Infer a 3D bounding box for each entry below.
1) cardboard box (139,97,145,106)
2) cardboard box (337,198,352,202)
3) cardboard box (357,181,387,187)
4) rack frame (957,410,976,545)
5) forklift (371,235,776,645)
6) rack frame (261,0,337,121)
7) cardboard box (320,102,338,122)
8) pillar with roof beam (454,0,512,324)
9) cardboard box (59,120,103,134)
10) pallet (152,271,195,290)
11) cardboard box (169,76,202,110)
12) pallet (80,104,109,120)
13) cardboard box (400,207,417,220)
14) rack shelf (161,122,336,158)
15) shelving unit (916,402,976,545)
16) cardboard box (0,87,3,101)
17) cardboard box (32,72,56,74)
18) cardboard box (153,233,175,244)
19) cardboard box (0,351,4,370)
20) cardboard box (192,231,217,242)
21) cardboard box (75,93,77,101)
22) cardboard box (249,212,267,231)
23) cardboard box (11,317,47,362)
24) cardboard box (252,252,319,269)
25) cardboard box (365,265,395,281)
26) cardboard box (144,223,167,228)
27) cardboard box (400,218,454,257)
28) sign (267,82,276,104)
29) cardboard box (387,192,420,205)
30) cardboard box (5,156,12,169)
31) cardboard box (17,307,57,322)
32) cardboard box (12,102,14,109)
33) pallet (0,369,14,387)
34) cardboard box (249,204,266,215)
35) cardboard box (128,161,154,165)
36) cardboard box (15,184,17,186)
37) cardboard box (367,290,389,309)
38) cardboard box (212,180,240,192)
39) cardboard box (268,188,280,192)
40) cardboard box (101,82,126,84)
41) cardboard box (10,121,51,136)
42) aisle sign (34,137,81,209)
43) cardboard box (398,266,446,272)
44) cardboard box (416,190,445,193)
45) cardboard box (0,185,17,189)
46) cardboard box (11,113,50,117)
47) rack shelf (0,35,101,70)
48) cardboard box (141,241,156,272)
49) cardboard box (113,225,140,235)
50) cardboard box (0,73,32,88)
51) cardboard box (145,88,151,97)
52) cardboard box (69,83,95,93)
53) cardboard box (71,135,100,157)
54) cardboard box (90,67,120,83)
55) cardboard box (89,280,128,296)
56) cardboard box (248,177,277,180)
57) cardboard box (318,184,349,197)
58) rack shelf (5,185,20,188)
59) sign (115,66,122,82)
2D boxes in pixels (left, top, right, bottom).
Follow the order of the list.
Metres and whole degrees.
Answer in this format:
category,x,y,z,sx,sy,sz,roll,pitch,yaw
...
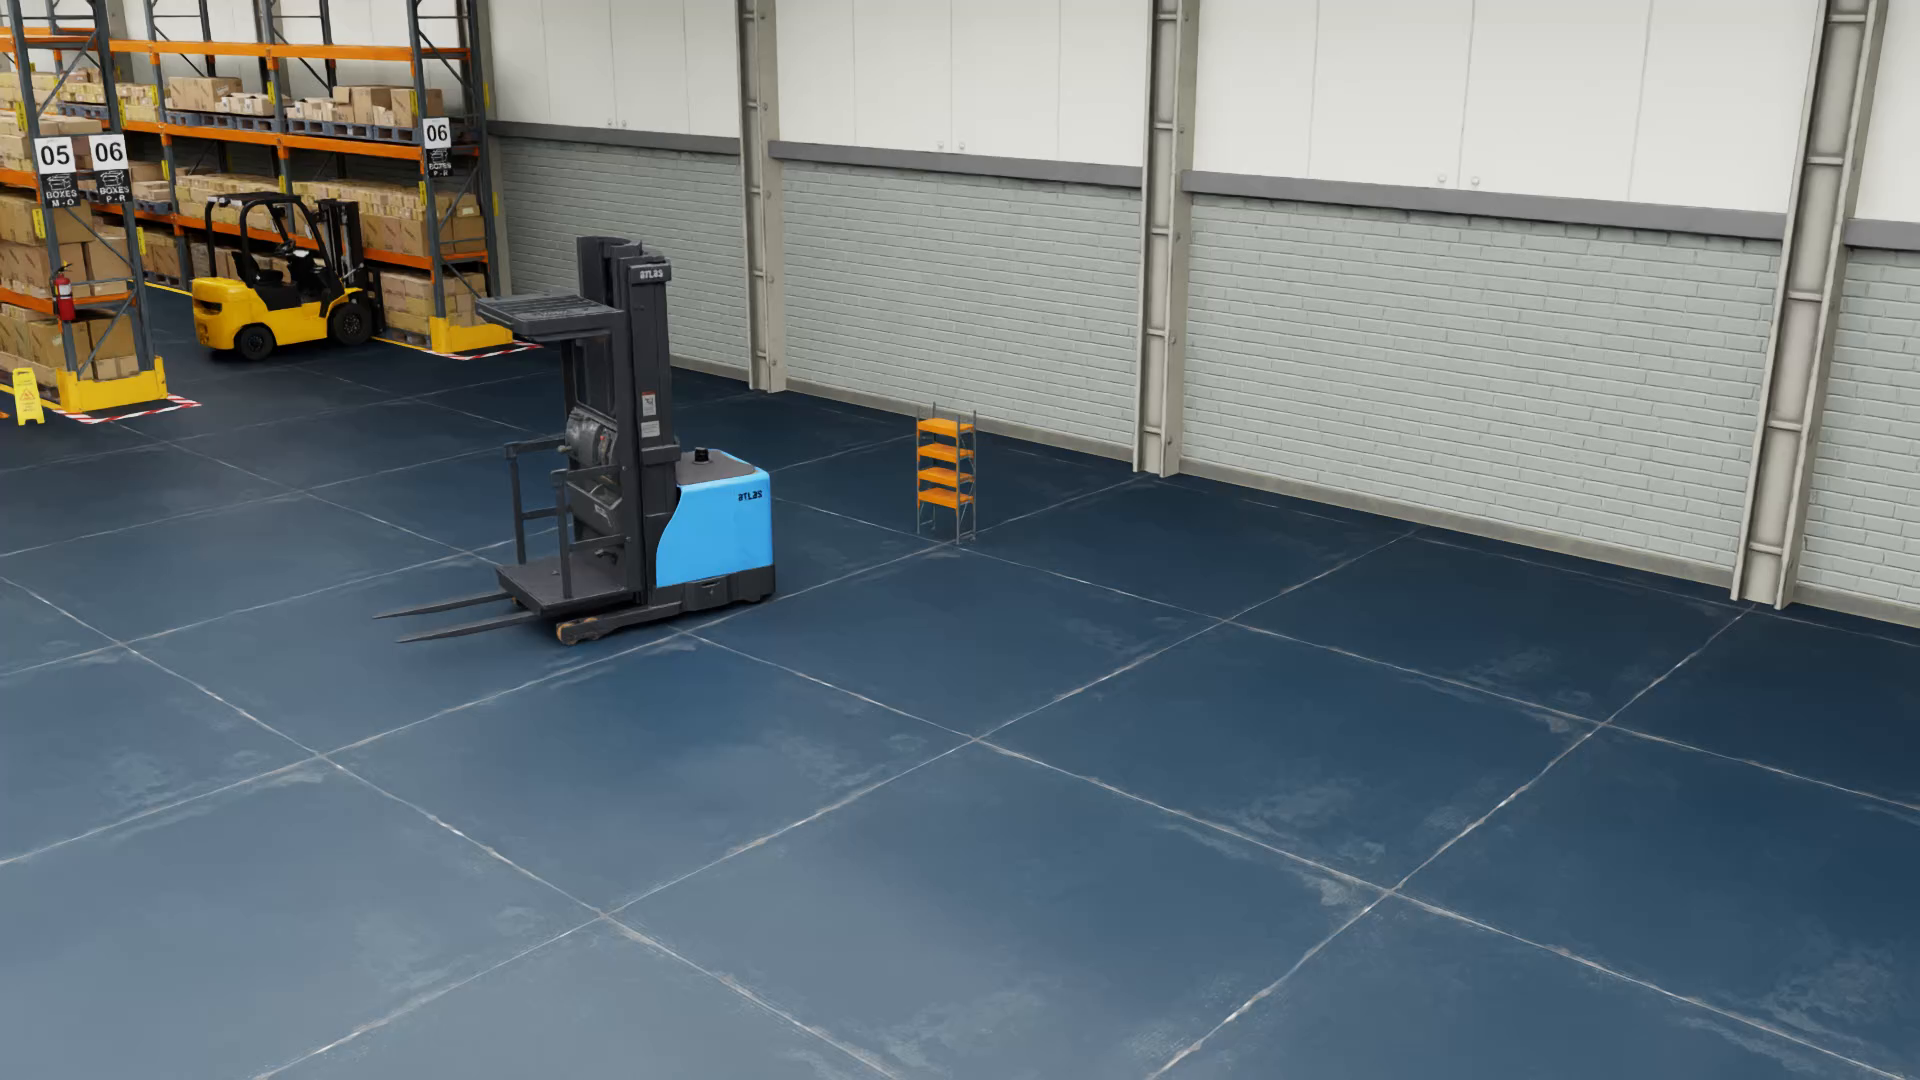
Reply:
category,x,y,z,sx,sy,sz,roll,pitch,yaw
cardboard box,-13.769,-7.498,28.410,0.250,0.149,0.380,16,23,40
cardboard box,-8.990,-4.985,24.622,0.250,0.149,0.380,14,22,38
cardboard box,-8.957,-5.372,25.351,0.250,0.149,0.380,14,23,38
rack frame,0.059,-0.556,14.881,0.015,1.200,0.240,15,23,39
forklift,-3.013,-0.784,12.737,3.031,2.935,1.130,-11,21,-32
rack frame,-9.992,-7.875,25.048,0.127,3.000,1.000,15,23,39
cardboard box,-9.084,-6.262,24.288,0.258,0.266,0.396,14,23,38
pillar with roof beam,-9.780,-6.441,20.531,0.400,9.000,9.100,15,23,39
cardboard box,-10.423,-4.896,19.717,0.250,0.149,0.380,15,23,39
pallet,-13.517,-4.648,29.407,1.213,0.211,1.003,15,23,39
cardboard box,-12.604,-7.343,27.306,0.500,0.500,0.500,15,23,40
pallet,-14.757,-7.607,29.475,1.003,0.211,1.213,15,23,39
cardboard box,-7.657,-4.620,23.471,0.250,0.149,0.380,16,23,40
rack shelf,-11.488,-6.503,26.876,4.000,0.370,1.077,15,23,39
shelving unit,-0.124,-0.605,15.035,0.503,1.200,0.258,15,23,39
cardboard box,-18.423,-8.676,32.289,0.500,0.250,0.500,16,23,40
cardboard box,-17.669,-8.931,32.265,0.500,0.250,0.500,15,23,40
cardboard box,-13.914,-5.289,29.183,0.250,0.149,0.380,14,22,37
cardboard box,-12.217,-2.391,21.537,0.500,0.250,0.500,15,23,39
cardboard box,-13.348,-5.371,29.442,0.250,0.149,0.380,16,24,41
cardboard box,-15.591,-7.941,29.771,0.250,0.149,0.380,15,23,40
cardboard box,-10.922,-5.085,26.424,0.500,0.250,0.500,15,23,39
cardboard box,-11.457,-2.541,20.771,0.500,0.500,0.500,16,24,41
cardboard box,-10.965,-4.343,27.069,0.625,0.625,0.875,15,23,39
cardboard box,-8.696,-3.904,24.652,0.500,0.250,0.500,14,23,38
cardboard box,-14.742,-5.719,30.540,0.250,0.149,0.380,16,24,41
cardboard box,-7.543,-4.299,23.534,0.500,0.500,0.500,14,23,38
sign,-10.345,-6.716,24.983,0.005,0.325,0.100,15,23,39
cardboard box,-7.964,-4.891,23.833,0.250,0.149,0.380,15,23,40
cardboard box,-11.129,-4.510,19.821,0.250,0.149,0.380,16,24,41
cardboard box,-11.384,-2.805,20.530,0.250,0.149,0.380,16,24,41
cardboard box,-17.945,-8.356,31.938,0.250,0.149,0.380,15,23,39
pallet,-11.842,-2.190,21.665,1.213,0.211,1.003,15,23,39
cardboard box,-10.919,-5.324,26.351,0.500,0.250,0.500,14,23,38
cardboard box,-14.788,-6.460,29.648,0.500,0.500,0.700,15,23,39
cardboard box,-18.463,-7.091,32.912,0.250,0.149,0.380,15,23,39
cardboard box,-8.340,-3.569,24.423,0.500,0.250,0.500,14,23,38
cardboard box,-11.969,-5.788,27.152,0.250,0.149,0.380,16,23,40
cardboard box,-10.600,-5.438,26.050,0.250,0.149,0.380,15,23,38
cardboard box,-15.274,-8.192,30.072,0.250,0.149,0.380,14,23,38
cardboard box,-10.909,-4.840,19.541,0.250,0.149,0.380,16,23,40
aisle sign,-10.438,-4.249,19.244,0.004,0.787,0.394,15,23,39
cardboard box,-7.977,-3.920,24.702,0.500,0.250,0.500,15,23,39
cardboard box,-7.665,-4.989,24.145,0.250,0.149,0.380,15,23,40
cardboard box,-12.374,-4.205,21.094,0.500,0.500,0.700,14,23,38
cardboard box,-11.679,-5.277,20.920,0.250,0.149,0.380,15,23,40
rack shelf,-11.788,-6.005,20.351,4.000,0.370,1.077,15,23,39
cardboard box,-14.203,-5.071,29.568,0.500,0.500,0.500,16,24,42
cardboard box,-15.212,-5.668,30.378,0.250,0.149,0.380,15,23,38
cardboard box,-18.050,-8.813,31.893,0.500,0.250,0.500,15,23,38
cardboard box,-13.564,-7.587,28.198,0.250,0.149,0.380,14,22,37
cardboard box,-15.635,-8.064,29.667,0.250,0.149,0.380,14,23,38
cardboard box,-10.492,-4.749,19.916,0.500,0.250,0.500,15,23,38
cardboard box,-15.482,-8.427,30.126,0.258,0.266,0.396,15,23,39
cardboard box,-10.409,-3.083,20.284,0.250,0.149,0.380,15,23,39
cardboard box,-11.567,-5.928,27.593,0.250,0.149,0.380,15,23,38
cardboard box,-9.374,-5.226,24.892,0.250,0.149,0.380,16,23,40
rack shelf,-17.472,-6.680,32.391,4.000,0.370,1.077,15,23,39
sign,-15.610,-8.612,30.823,0.005,0.325,0.100,15,23,39
